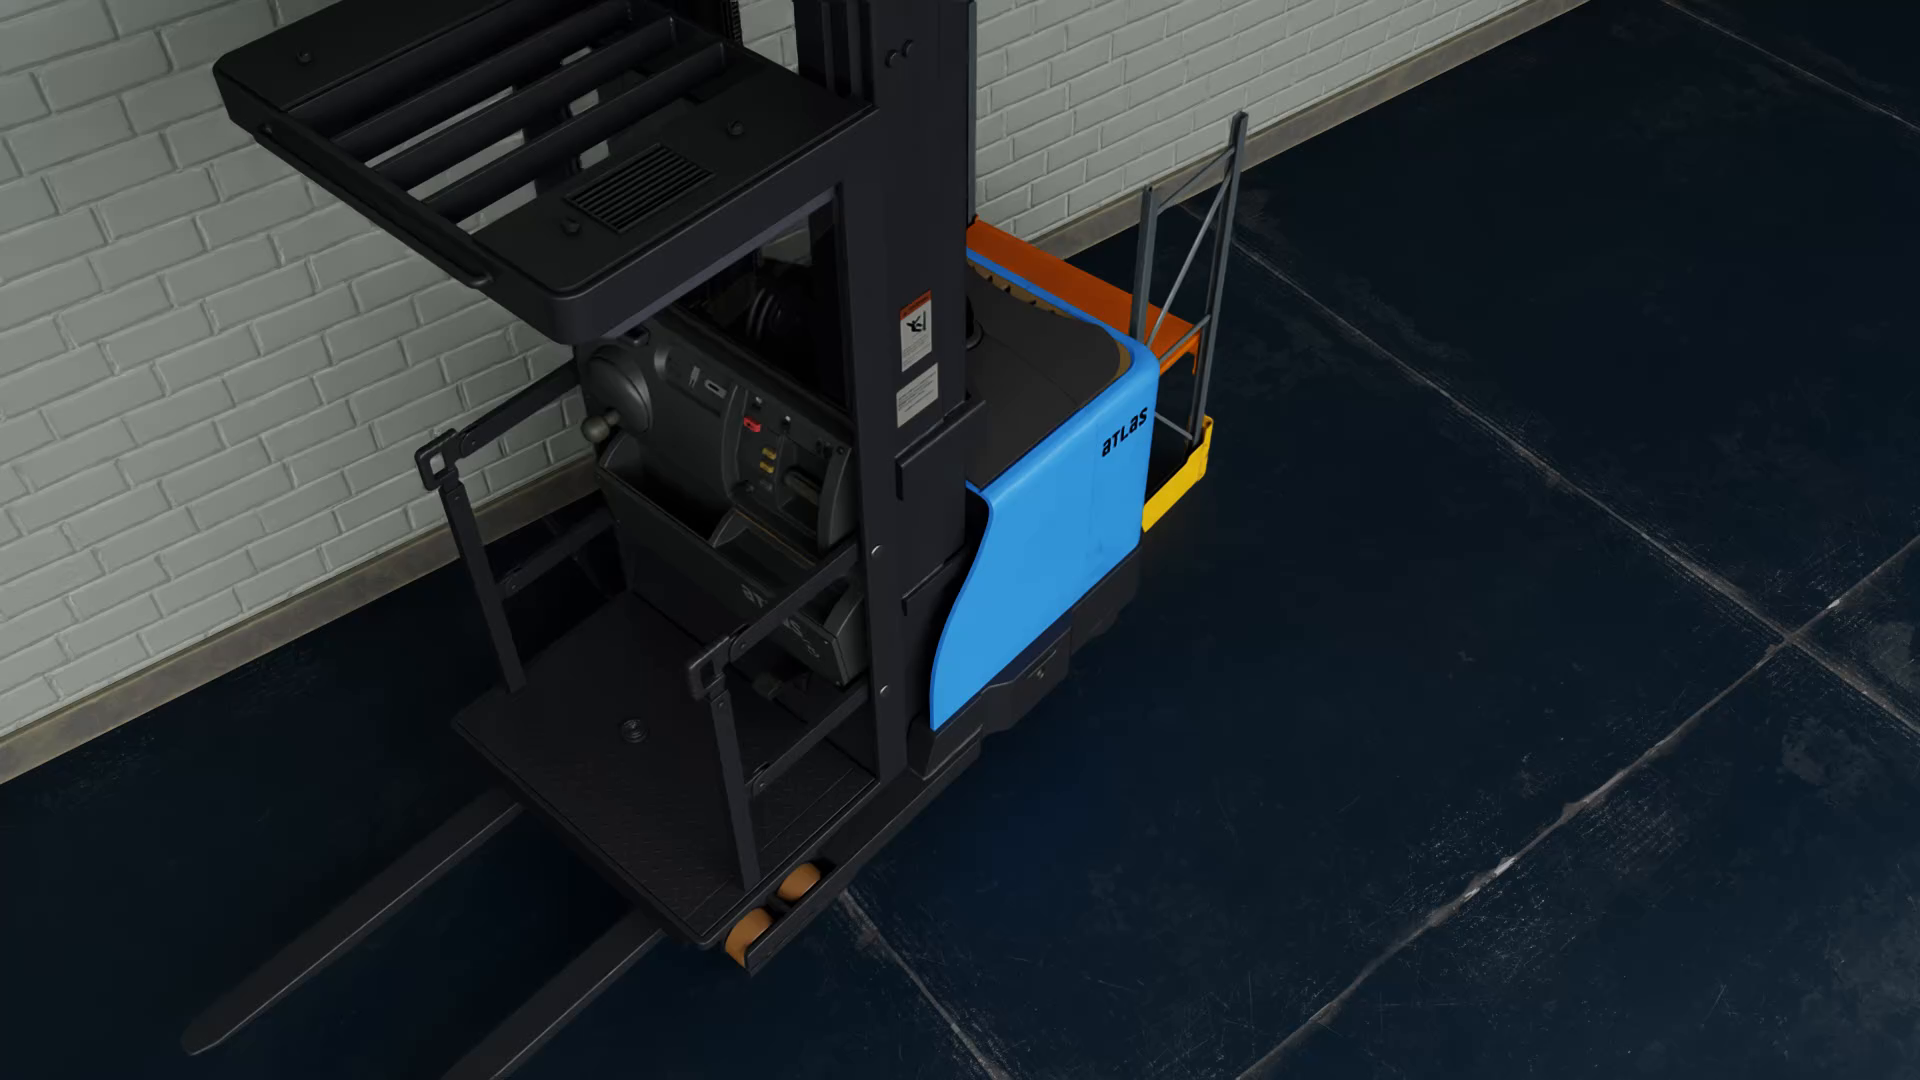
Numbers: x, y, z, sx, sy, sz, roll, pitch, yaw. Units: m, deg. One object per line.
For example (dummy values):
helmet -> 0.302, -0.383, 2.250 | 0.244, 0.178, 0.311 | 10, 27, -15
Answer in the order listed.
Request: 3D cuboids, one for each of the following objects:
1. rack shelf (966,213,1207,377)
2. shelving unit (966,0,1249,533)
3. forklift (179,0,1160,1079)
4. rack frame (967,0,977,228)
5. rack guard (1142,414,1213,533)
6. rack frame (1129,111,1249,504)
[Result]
rack shelf -> 0.280, -0.719, 5.633 | 1.000, 0.185, 0.538 | 31, 55, 25
shelving unit -> 0.287, -0.836, 5.495 | 1.083, 1.500, 0.587 | 31, 55, 25
forklift -> -0.758, -0.219, 3.970 | 1.130, 2.935, 3.031 | 33, 56, 26
rack frame -> -0.114, -1.077, 5.714 | 0.032, 1.500, 0.500 | 31, 55, 25
rack guard -> 0.674, -0.184, 5.748 | 0.087, 0.250, 0.587 | 31, 55, 25
rack frame -> 0.675, -0.603, 5.284 | 0.032, 1.500, 0.500 | 31, 55, 25
